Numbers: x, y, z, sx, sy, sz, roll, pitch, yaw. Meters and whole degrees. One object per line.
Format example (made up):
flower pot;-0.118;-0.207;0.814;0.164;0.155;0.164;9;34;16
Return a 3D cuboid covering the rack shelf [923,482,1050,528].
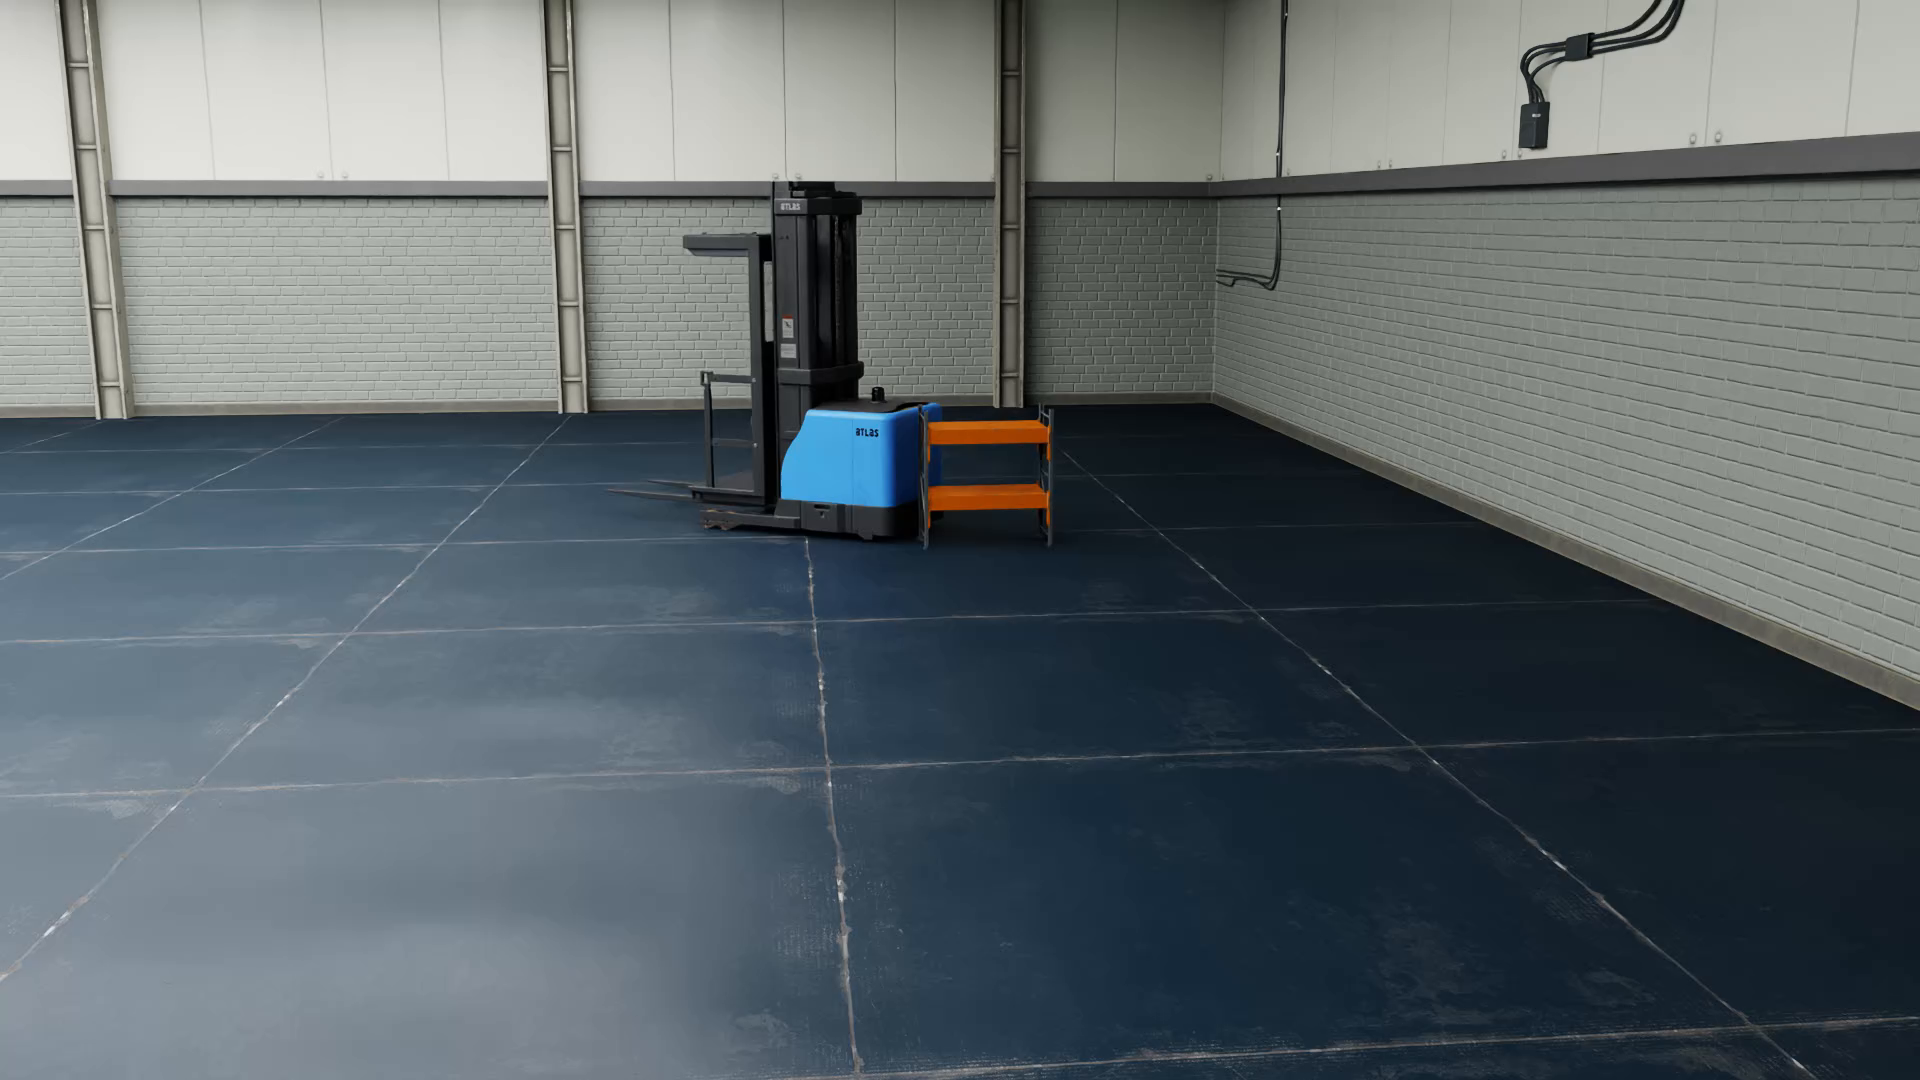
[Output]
rack shelf;0.204;-0.295;13.721;1.000;0.278;0.538;-1;11;-7

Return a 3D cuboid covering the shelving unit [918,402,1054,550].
shelving unit;0.204;-0.535;13.674;1.048;1.125;0.538;-1;11;-7

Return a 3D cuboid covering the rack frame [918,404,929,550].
rack frame;-0.300;-0.523;13.610;0.032;1.125;0.500;-1;11;-7

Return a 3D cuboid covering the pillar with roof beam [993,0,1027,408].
pillar with roof beam;1.144;-5.472;18.372;0.400;9.000;9.100;-1;11;-6

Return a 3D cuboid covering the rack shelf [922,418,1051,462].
rack shelf;0.204;-0.822;13.618;1.000;0.278;0.538;-1;11;-7

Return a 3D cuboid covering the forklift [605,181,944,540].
forklift;-1.702;-1.607;14.445;3.031;2.935;1.130;5;12;25

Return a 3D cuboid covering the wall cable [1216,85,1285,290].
wall cable;3.751;-4.581;21.894;0.112;2.526;3.097;-1;11;-6

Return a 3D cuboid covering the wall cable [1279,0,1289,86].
wall cable;4.043;-6.541;18.767;0.112;2.526;3.097;-1;11;-6

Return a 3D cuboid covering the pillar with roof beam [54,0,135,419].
pillar with roof beam;-10.786;-5.222;17.101;0.400;9.000;9.100;-1;11;-6

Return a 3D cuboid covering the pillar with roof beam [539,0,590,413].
pillar with roof beam;-4.821;-5.347;17.737;0.400;9.000;9.100;-1;11;-6

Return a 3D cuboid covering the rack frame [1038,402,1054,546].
rack frame;0.709;-0.548;13.738;0.032;1.125;0.500;-1;11;-7

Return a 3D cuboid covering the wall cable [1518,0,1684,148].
wall cable;4.760;-5.953;12.004;0.169;6.003;2.305;-1;11;-6
